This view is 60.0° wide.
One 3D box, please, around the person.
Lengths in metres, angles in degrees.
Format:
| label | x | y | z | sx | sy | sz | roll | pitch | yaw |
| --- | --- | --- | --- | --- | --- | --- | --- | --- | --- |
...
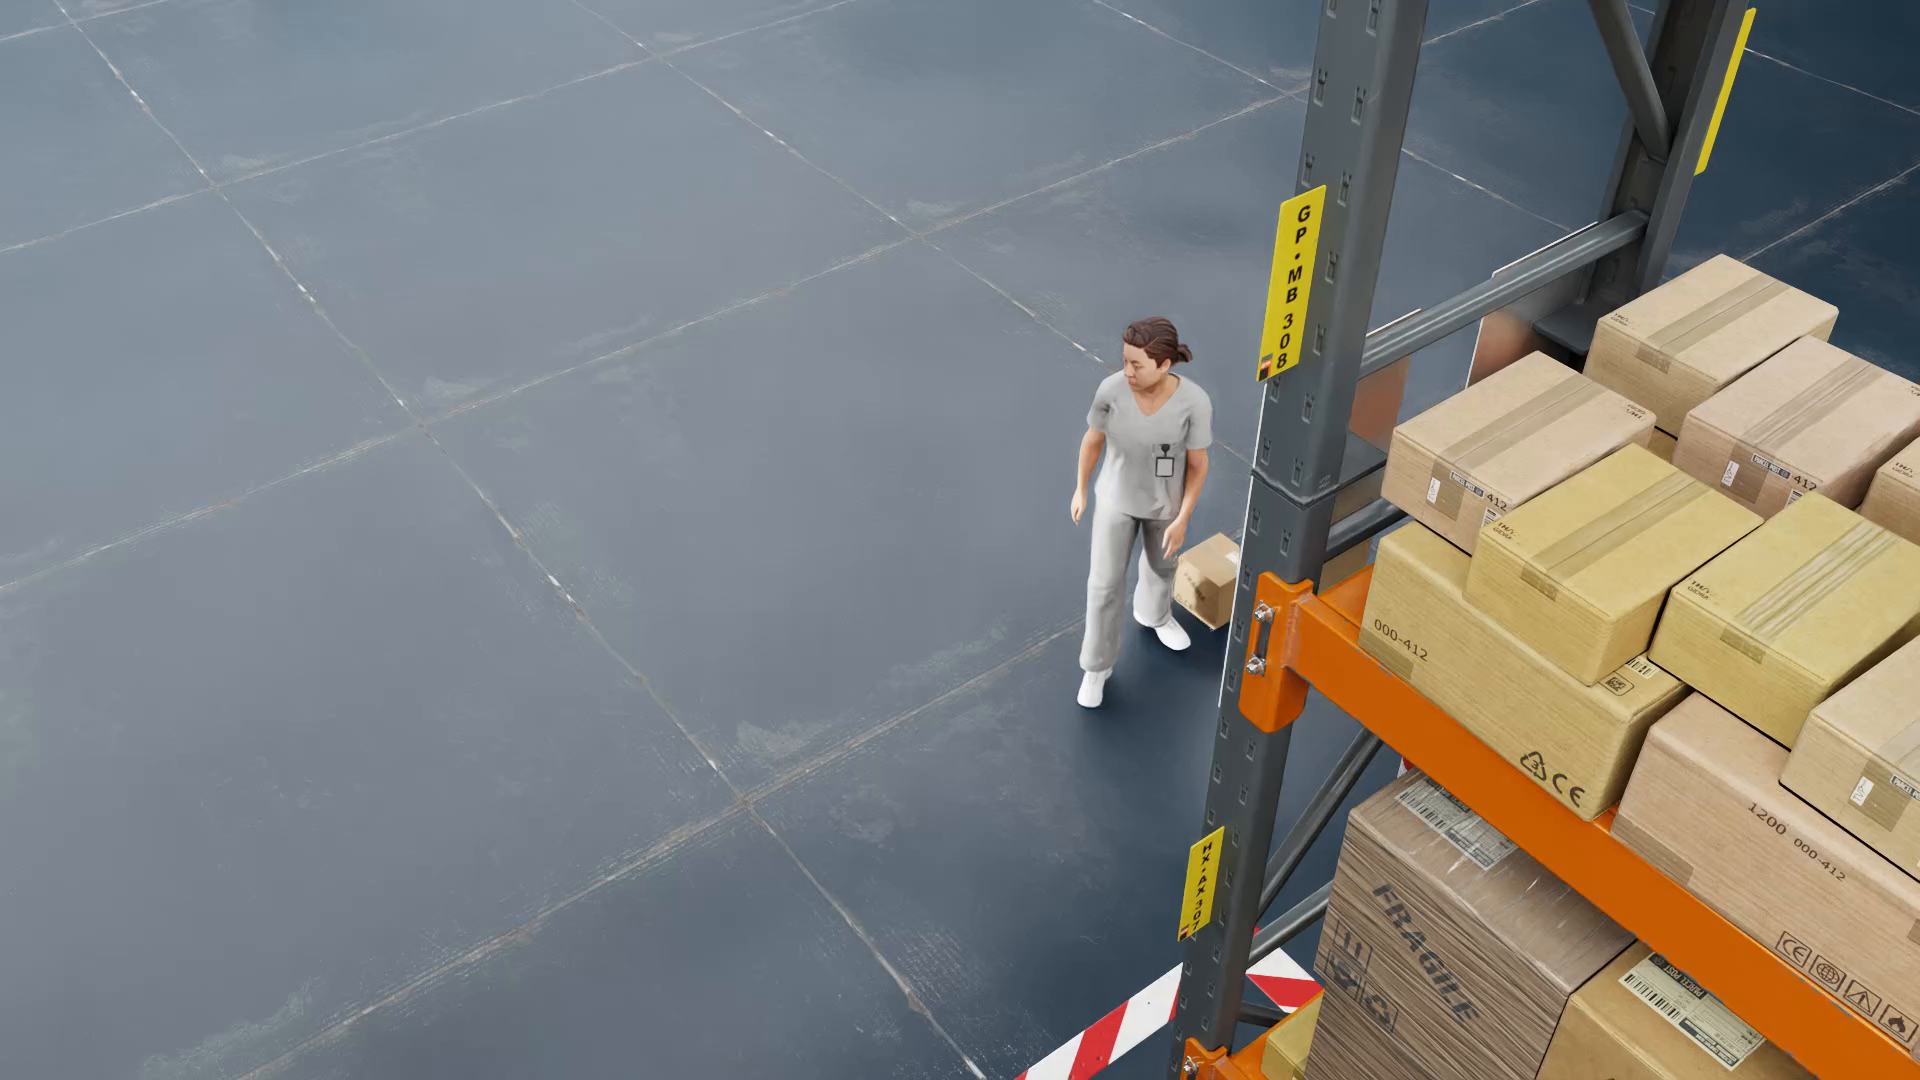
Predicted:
| label | x | y | z | sx | sy | sz | roll | pitch | yaw |
| --- | --- | --- | --- | --- | --- | --- | --- | --- | --- |
| person | 0.679 | -0.131 | 6.285 | 0.518 | 1.661 | 0.651 | 6 | 41 | 7 |
